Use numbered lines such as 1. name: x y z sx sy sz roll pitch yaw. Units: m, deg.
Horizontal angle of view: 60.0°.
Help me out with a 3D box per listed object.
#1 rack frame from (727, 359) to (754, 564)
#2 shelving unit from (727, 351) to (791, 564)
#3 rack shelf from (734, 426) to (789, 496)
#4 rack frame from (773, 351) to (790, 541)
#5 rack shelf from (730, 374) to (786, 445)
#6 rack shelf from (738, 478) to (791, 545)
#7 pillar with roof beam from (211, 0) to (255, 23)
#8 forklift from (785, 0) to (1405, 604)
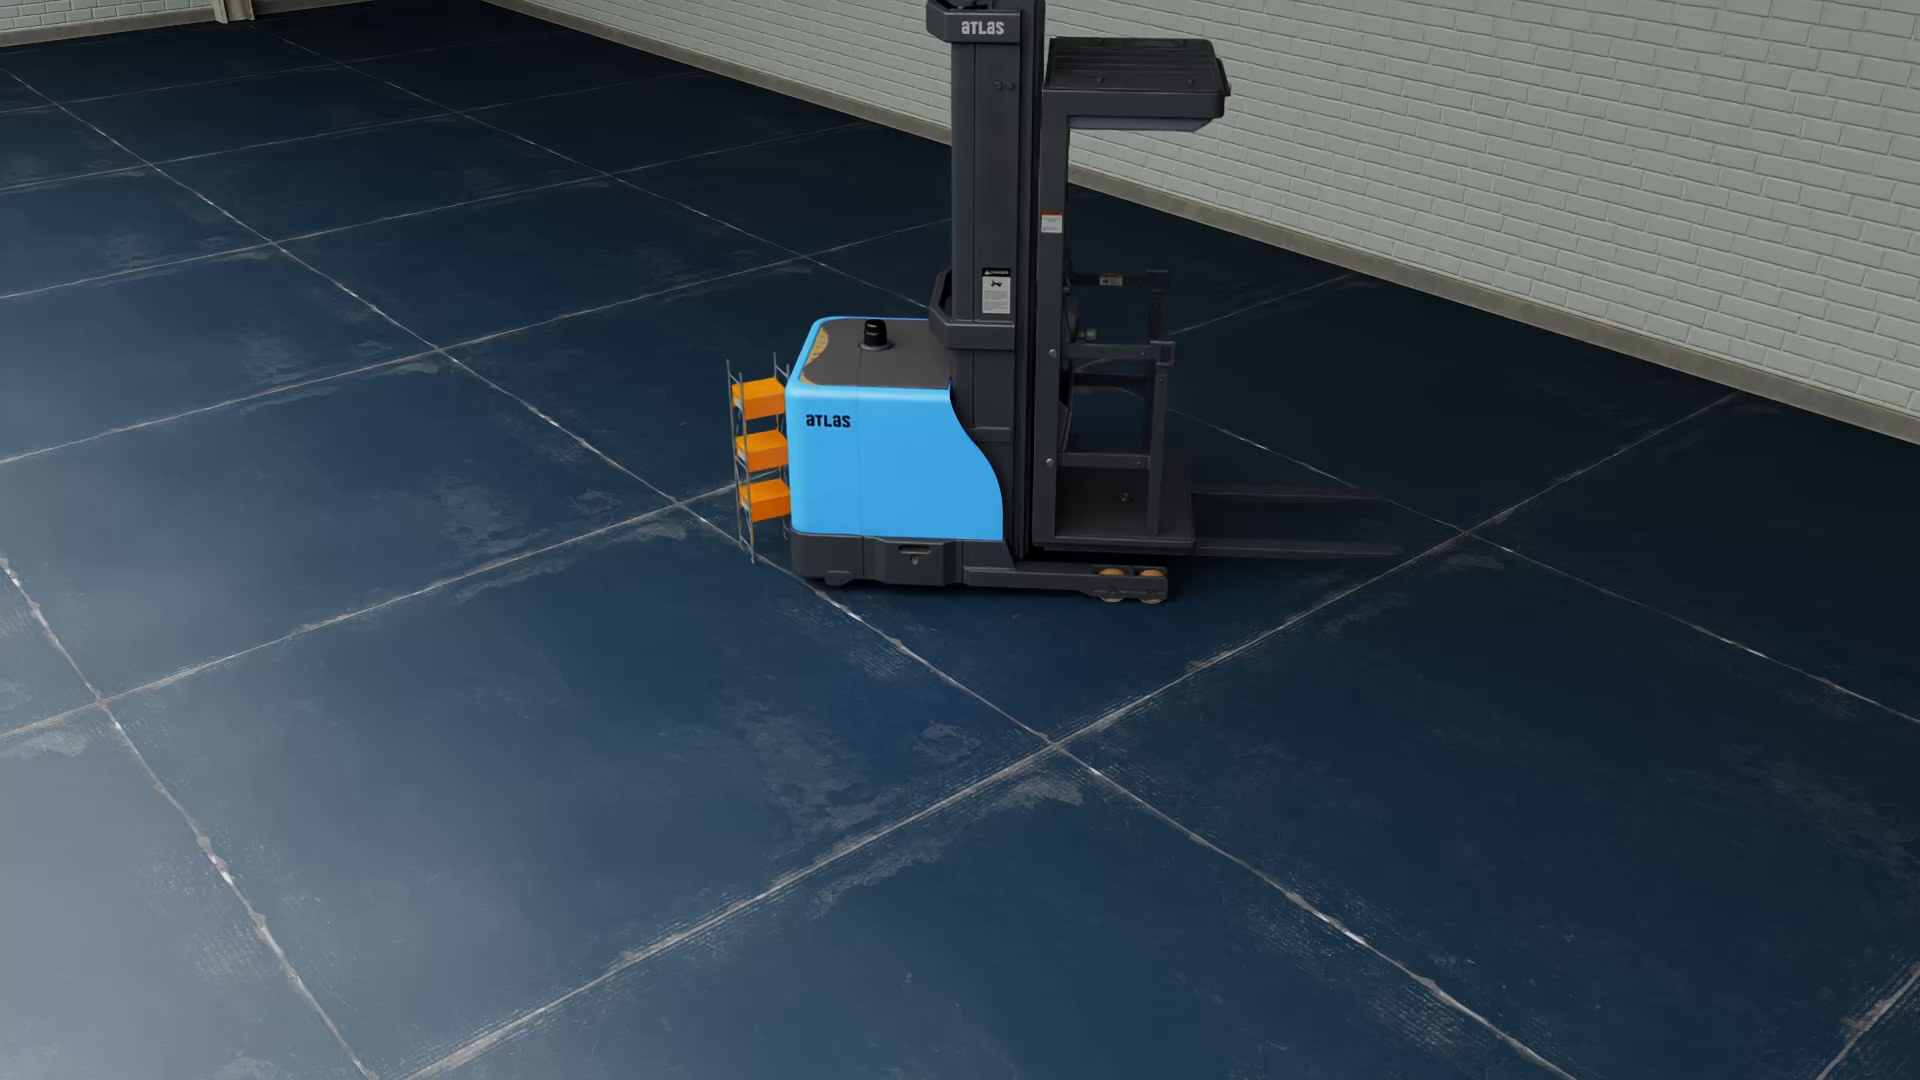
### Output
1. rack frame: -1.102 -0.385 8.356 0.008 1.050 0.200 -13 31 -23
2. shelving unit: -0.992 -0.411 8.404 0.252 1.050 0.215 -13 31 -23
3. rack shelf: -0.992 -0.401 8.409 0.240 0.259 0.215 -13 31 -23
4. rack frame: -0.883 -0.436 8.451 0.008 1.050 0.200 -13 31 -23
5. rack shelf: -0.992 -0.652 8.276 0.240 0.259 0.215 -13 31 -23
6. rack shelf: -0.992 -0.156 8.539 0.240 0.259 0.215 -13 31 -23
7. pillar with roof beam: -6.410 -9.034 16.106 0.400 9.000 9.100 -22 35 -35
8. forklift: 0.698 -1.239 7.959 3.031 2.935 1.130 2 28 4
